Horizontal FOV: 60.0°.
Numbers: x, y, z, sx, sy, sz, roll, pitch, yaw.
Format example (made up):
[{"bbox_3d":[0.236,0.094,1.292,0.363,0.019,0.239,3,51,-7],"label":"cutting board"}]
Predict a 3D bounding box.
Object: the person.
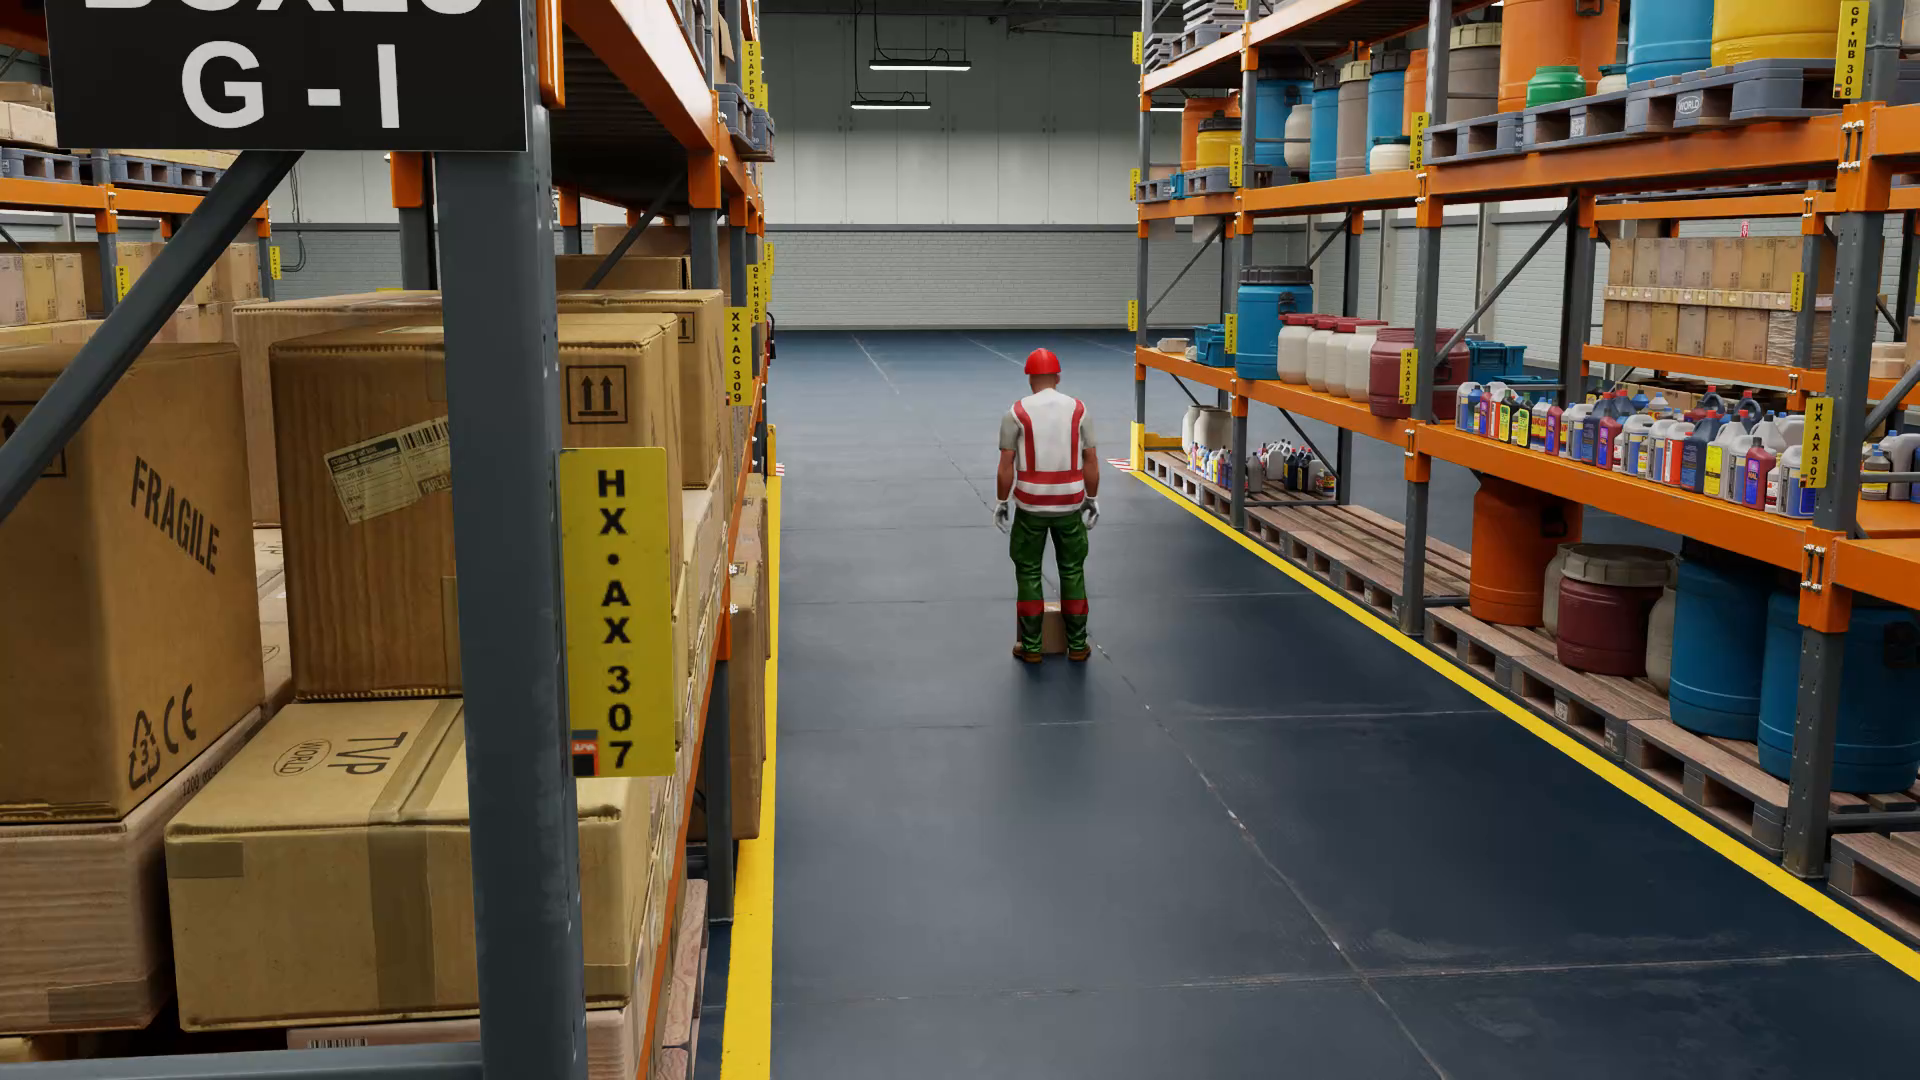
[{"bbox_3d":[0.498,-0.195,9.474,0.619,1.779,0.455,-1,10,-7],"label":"person"}]
